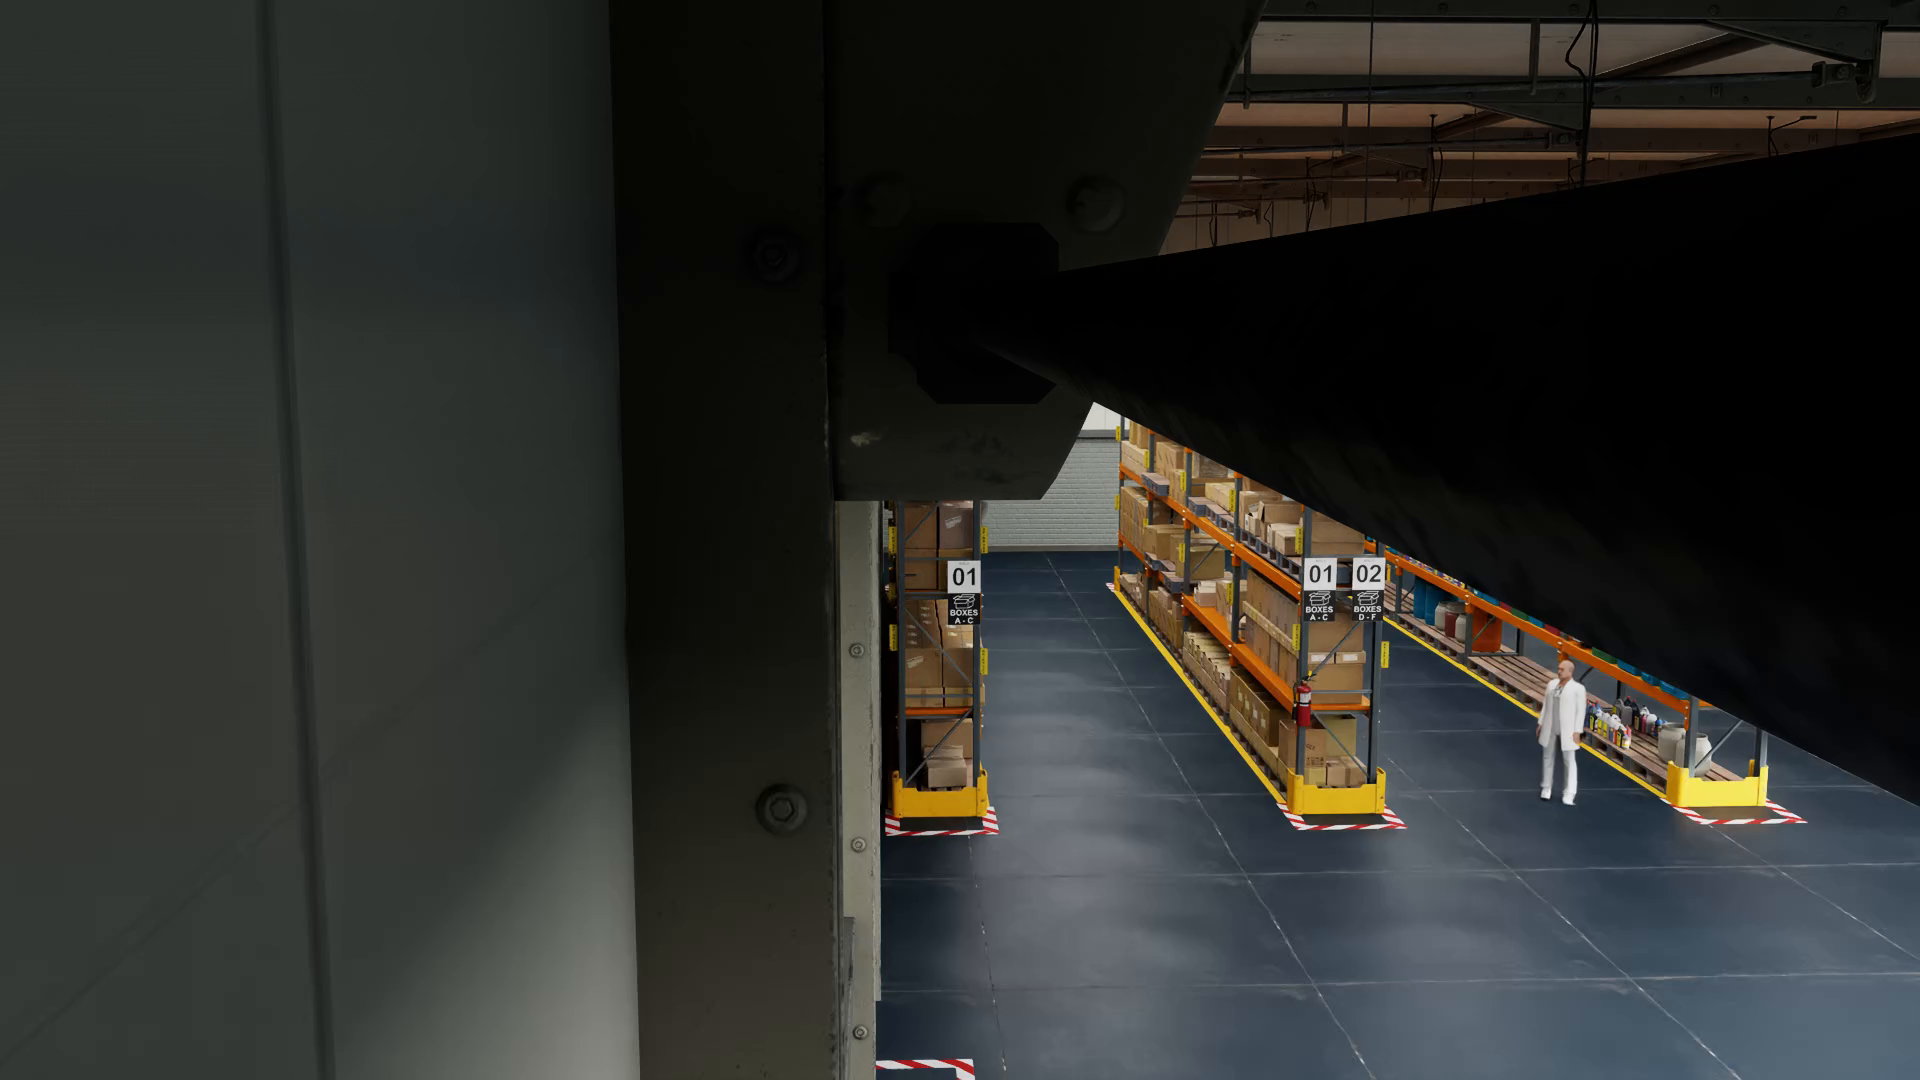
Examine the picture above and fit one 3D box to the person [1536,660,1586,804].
[{"bbox_3d":[7.620,2.419,21.128,0.619,1.790,0.430,7,11,42],"label":"person"}]
